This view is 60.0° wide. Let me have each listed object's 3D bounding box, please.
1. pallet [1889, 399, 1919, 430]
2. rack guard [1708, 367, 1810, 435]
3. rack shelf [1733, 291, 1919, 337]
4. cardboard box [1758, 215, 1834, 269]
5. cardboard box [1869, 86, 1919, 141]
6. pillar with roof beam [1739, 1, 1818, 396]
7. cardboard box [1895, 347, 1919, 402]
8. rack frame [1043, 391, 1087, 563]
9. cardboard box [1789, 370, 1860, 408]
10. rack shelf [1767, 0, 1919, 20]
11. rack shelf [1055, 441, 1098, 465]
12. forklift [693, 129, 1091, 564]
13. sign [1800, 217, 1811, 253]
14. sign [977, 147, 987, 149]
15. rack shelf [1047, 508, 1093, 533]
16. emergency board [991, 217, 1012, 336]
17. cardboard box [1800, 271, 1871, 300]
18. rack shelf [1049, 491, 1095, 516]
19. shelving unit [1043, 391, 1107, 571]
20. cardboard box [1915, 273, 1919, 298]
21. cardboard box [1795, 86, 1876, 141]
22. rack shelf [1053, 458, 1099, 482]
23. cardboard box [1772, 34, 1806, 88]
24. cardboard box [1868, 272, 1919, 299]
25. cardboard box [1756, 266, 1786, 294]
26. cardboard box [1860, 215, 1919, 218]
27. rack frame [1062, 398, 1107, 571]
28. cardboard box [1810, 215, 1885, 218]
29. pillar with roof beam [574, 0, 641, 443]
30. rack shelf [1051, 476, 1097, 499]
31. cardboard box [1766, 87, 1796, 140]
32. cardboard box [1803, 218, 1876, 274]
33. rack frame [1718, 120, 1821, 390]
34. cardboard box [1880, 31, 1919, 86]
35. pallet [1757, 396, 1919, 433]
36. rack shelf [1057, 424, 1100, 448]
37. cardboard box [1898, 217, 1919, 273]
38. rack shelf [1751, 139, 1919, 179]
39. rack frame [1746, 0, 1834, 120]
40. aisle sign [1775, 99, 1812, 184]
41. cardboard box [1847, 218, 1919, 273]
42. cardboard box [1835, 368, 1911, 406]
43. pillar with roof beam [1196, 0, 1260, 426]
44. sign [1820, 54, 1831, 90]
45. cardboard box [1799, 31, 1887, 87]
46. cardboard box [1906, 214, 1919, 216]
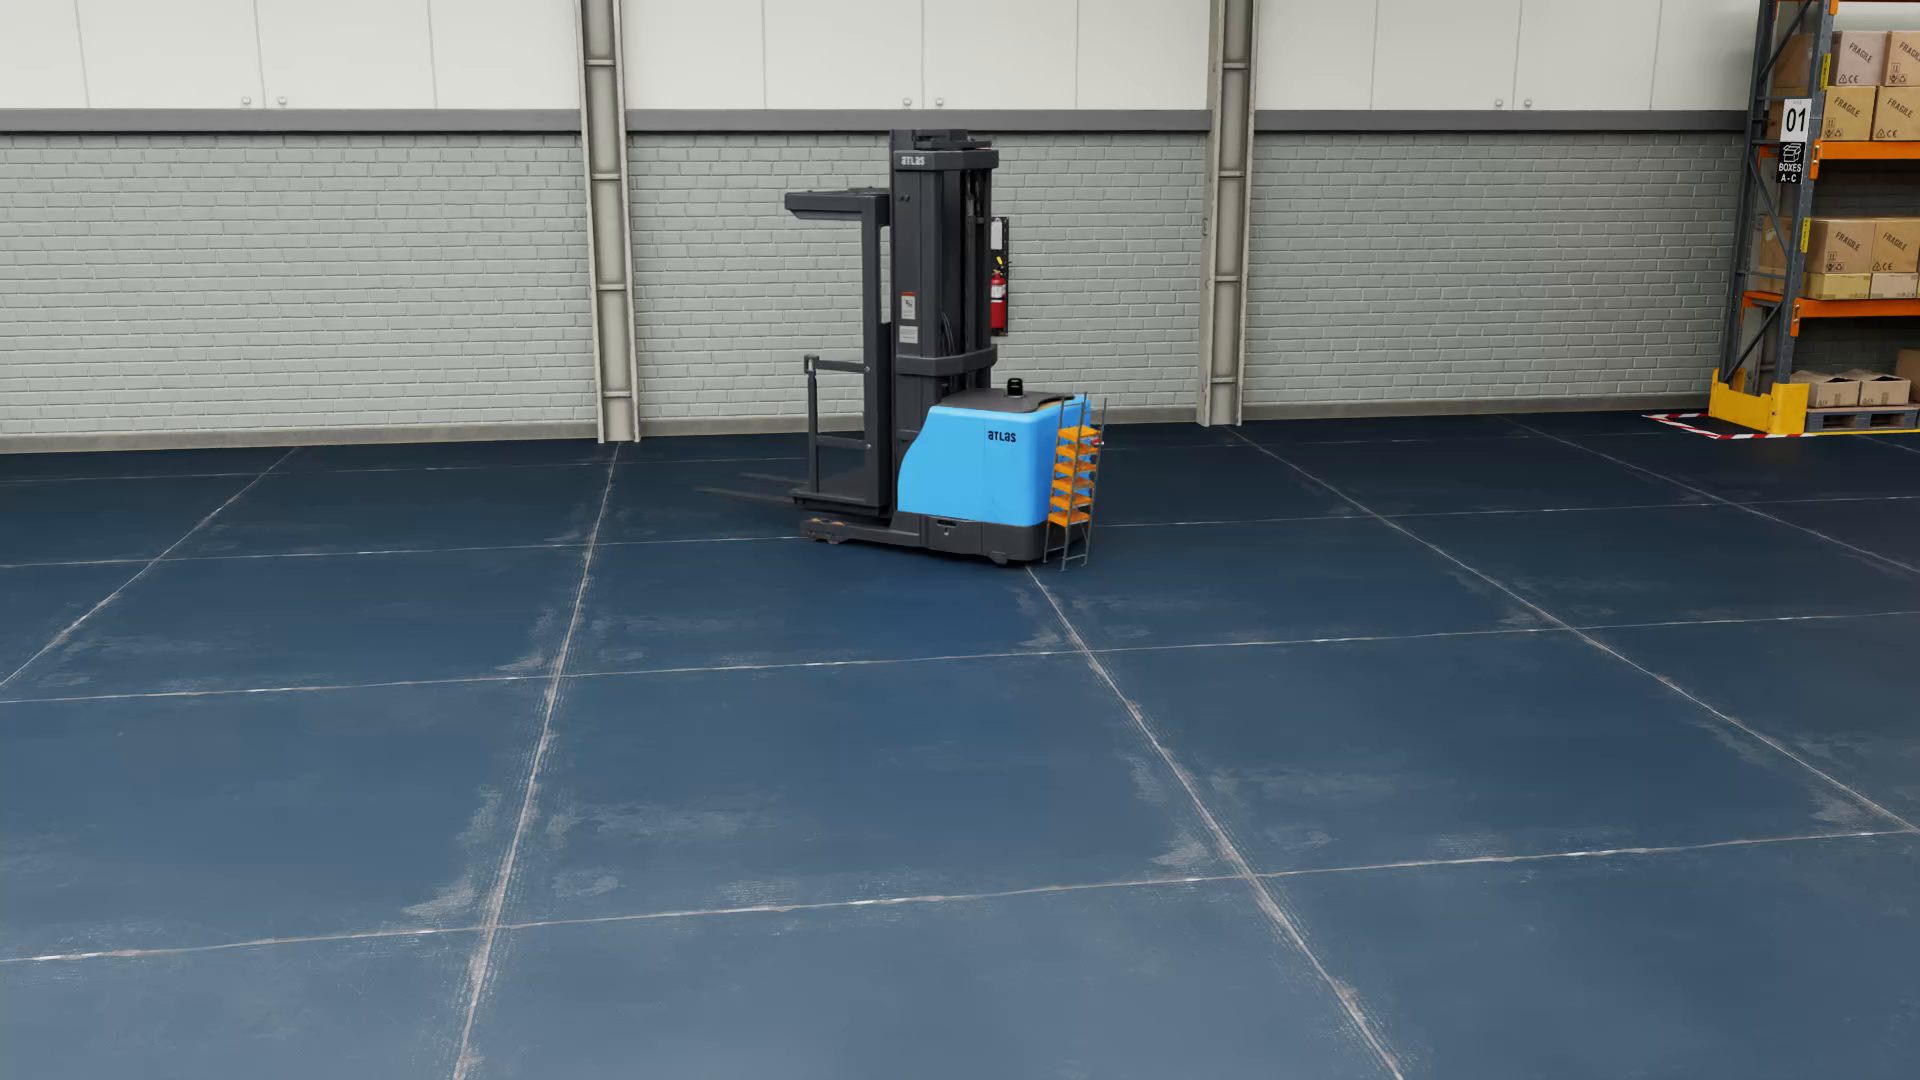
[{"bbox_3d":[10.096,-1.345,17.152,1.213,0.211,1.003,-2,14,-8],"label":"pallet"},{"bbox_3d":[8.084,-1.421,16.860,0.348,0.500,1.175,-2,14,-8],"label":"rack guard"},{"bbox_3d":[9.986,-2.354,16.922,4.000,0.370,1.077,-2,14,-8],"label":"rack shelf"},{"bbox_3d":[8.443,-3.000,16.742,0.500,0.500,0.500,-2,14,-9],"label":"cardboard box"},{"bbox_3d":[8.913,-4.107,16.017,0.500,0.500,0.500,-1,14,-5],"label":"cardboard box"},{"bbox_3d":[9.213,-4.738,12.617,0.400,9.000,9.100,-2,14,-8],"label":"pillar with roof beam"},{"bbox_3d":[10.003,-1.670,16.950,0.500,0.500,0.700,-3,14,-12],"label":"cardboard box"},{"bbox_3d":[0.718,-0.425,11.368,0.240,1.200,0.006,-13,26,-41],"label":"rack frame"},{"bbox_3d":[8.706,-1.543,16.832,0.500,0.311,0.500,-4,15,-15],"label":"cardboard box"},{"bbox_3d":[9.986,-5.262,16.192,4.000,0.370,1.077,-2,14,-8],"label":"rack shelf"},{"bbox_3d":[0.797,-0.581,11.240,0.258,0.103,0.180,-13,26,-41],"label":"rack shelf"},{"bbox_3d":[-0.588,-1.491,12.144,3.031,2.935,1.130,8,16,28],"label":"forklift"},{"bbox_3d":[8.090,-2.920,15.919,0.005,0.325,0.100,-2,14,-8],"label":"sign"},{"bbox_3d":[0.167,-3.714,16.101,0.199,0.298,0.001,-2,14,-8],"label":"sign"},{"bbox_3d":[0.754,-0.131,11.402,0.258,0.103,0.180,-13,26,-41],"label":"rack shelf"},{"bbox_3d":[0.190,-2.566,16.288,0.643,1.169,0.194,-2,14,-8],"label":"emergency board"},{"bbox_3d":[8.539,-2.509,16.327,0.500,0.250,0.500,-3,14,-10],"label":"cardboard box"},{"bbox_3d":[0.764,-0.243,11.362,0.258,0.103,0.180,-13,26,-41],"label":"rack shelf"},{"bbox_3d":[0.779,-0.397,11.306,0.258,1.200,0.189,-13,26,-41],"label":"shelving unit"},{"bbox_3d":[9.555,-2.548,16.483,0.500,0.250,0.500,-2,14,-9],"label":"cardboard box"},{"bbox_3d":[8.377,-4.096,15.974,0.500,0.500,0.500,-2,14,-7],"label":"cardboard box"},{"bbox_3d":[0.786,-0.468,11.281,0.258,0.103,0.180,-13,26,-41],"label":"rack shelf"},{"bbox_3d":[8.396,-4.707,16.357,0.500,0.500,0.500,-1,14,-6],"label":"cardboard box"},{"bbox_3d":[9.050,-2.531,16.416,0.500,0.250,0.500,-3,14,-10],"label":"cardboard box"},{"bbox_3d":[8.442,-2.631,16.814,0.500,0.250,0.500,-2,14,-7],"label":"cardboard box"},{"bbox_3d":[9.453,-3.035,16.884,0.500,0.500,0.500,-2,14,-10],"label":"cardboard box"},{"bbox_3d":[0.840,-0.369,11.244,0.240,1.200,0.006,-13,26,-41],"label":"rack frame"},{"bbox_3d":[8.942,-3.015,16.805,0.500,0.500,0.500,-2,14,-8],"label":"cardboard box"},{"bbox_3d":[-2.653,-4.304,10.883,0.400,9.000,9.100,-2,14,-8],"label":"pillar with roof beam"},{"bbox_3d":[0.775,-0.356,11.321,0.258,0.103,0.180,-13,26,-41],"label":"rack shelf"},{"bbox_3d":[8.384,-4.220,16.469,0.500,0.500,0.500,-1,14,-4],"label":"cardboard box"},{"bbox_3d":[8.526,-2.876,16.250,0.500,0.500,0.500,-2,14,-8],"label":"cardboard box"},{"bbox_3d":[8.009,-2.631,16.545,0.127,3.000,1.000,-2,14,-8],"label":"rack frame"},{"bbox_3d":[8.929,-4.590,15.891,0.500,0.500,0.500,-2,14,-9],"label":"cardboard box"},{"bbox_3d":[8.892,-1.302,16.979,1.213,0.211,1.003,-2,14,-8],"label":"pallet"},{"bbox_3d":[0.807,-0.693,11.200,0.258,0.103,0.180,-13,26,-41],"label":"rack shelf"},{"bbox_3d":[9.528,-2.909,16.381,0.500,0.500,0.500,-3,14,-10],"label":"cardboard box"},{"bbox_3d":[9.986,-3.809,16.557,4.000,0.370,1.077,-2,14,-8],"label":"rack shelf"},{"bbox_3d":[8.009,-5.541,15.815,0.127,3.000,1.000,-2,14,-8],"label":"rack frame"},{"bbox_3d":[7.982,-3.817,15.931,0.004,0.787,0.394,-2,14,-8],"label":"aisle sign"},{"bbox_3d":[9.016,-2.892,16.312,0.500,0.500,0.500,-2,14,-8],"label":"cardboard box"},{"bbox_3d":[9.270,-1.564,16.915,0.500,0.311,0.500,-1,14,-4],"label":"cardboard box"},{"bbox_3d":[3.280,-4.521,11.750,0.400,9.000,9.100,-2,14,-8],"label":"pillar with roof beam"},{"bbox_3d":[8.090,-4.379,15.553,0.005,0.325,0.100,-2,14,-8],"label":"sign"},{"bbox_3d":[8.426,-4.584,15.867,0.500,0.500,0.500,-3,14,-12],"label":"cardboard box"},{"bbox_3d":[9.951,-3.053,16.957,0.500,0.500,0.500,-2,14,-8],"label":"cardboard box"}]
